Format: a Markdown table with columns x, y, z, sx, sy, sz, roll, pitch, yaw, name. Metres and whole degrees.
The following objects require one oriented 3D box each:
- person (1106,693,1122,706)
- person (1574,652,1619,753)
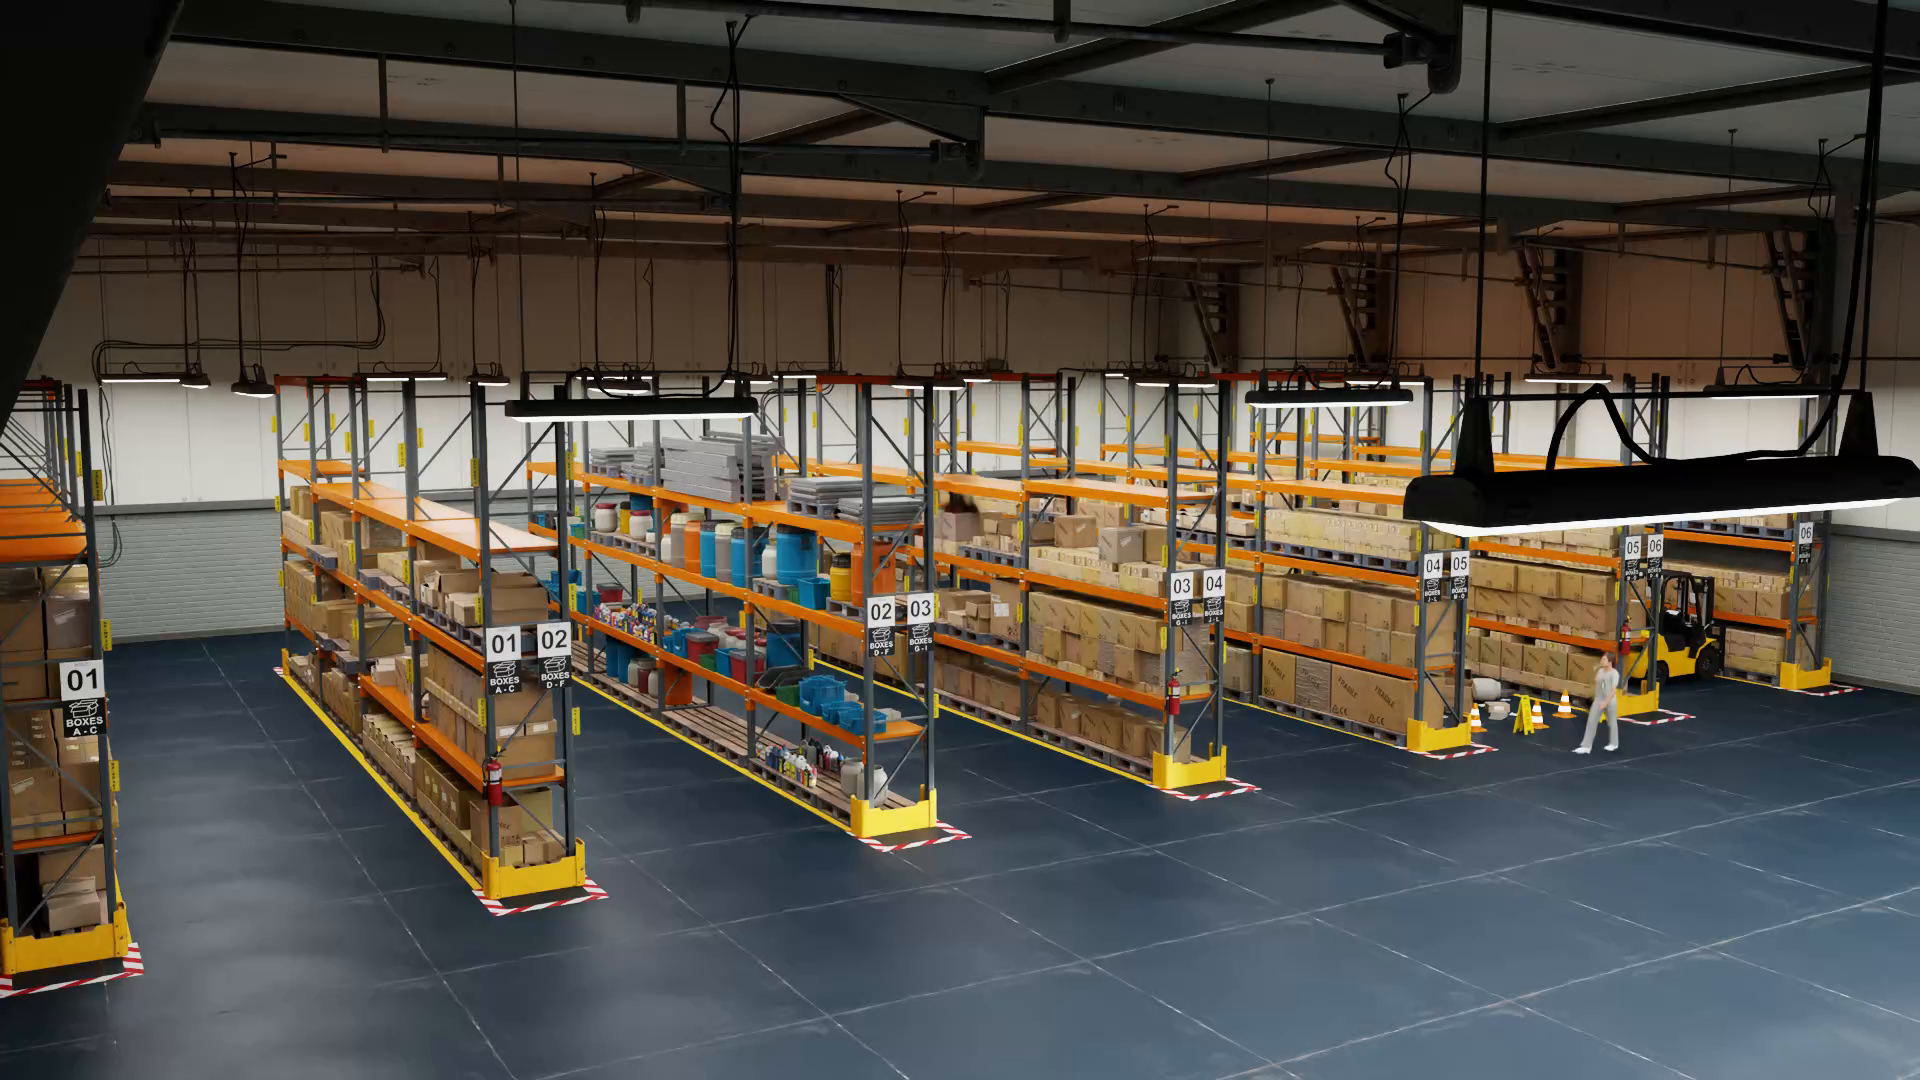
| x | y | z | sx | sy | sz | roll | pitch | yaw | name |
| --- | --- | --- | --- | --- | --- | --- | --- | --- | --- |
| 2.736 | 2.155 | 29.061 | 0.559 | 1.769 | 0.668 | 0 | 6 | 3 | person |
| 10.261 | 2.599 | 26.537 | 0.968 | 1.622 | 0.445 | -6 | 9 | -43 | person |
